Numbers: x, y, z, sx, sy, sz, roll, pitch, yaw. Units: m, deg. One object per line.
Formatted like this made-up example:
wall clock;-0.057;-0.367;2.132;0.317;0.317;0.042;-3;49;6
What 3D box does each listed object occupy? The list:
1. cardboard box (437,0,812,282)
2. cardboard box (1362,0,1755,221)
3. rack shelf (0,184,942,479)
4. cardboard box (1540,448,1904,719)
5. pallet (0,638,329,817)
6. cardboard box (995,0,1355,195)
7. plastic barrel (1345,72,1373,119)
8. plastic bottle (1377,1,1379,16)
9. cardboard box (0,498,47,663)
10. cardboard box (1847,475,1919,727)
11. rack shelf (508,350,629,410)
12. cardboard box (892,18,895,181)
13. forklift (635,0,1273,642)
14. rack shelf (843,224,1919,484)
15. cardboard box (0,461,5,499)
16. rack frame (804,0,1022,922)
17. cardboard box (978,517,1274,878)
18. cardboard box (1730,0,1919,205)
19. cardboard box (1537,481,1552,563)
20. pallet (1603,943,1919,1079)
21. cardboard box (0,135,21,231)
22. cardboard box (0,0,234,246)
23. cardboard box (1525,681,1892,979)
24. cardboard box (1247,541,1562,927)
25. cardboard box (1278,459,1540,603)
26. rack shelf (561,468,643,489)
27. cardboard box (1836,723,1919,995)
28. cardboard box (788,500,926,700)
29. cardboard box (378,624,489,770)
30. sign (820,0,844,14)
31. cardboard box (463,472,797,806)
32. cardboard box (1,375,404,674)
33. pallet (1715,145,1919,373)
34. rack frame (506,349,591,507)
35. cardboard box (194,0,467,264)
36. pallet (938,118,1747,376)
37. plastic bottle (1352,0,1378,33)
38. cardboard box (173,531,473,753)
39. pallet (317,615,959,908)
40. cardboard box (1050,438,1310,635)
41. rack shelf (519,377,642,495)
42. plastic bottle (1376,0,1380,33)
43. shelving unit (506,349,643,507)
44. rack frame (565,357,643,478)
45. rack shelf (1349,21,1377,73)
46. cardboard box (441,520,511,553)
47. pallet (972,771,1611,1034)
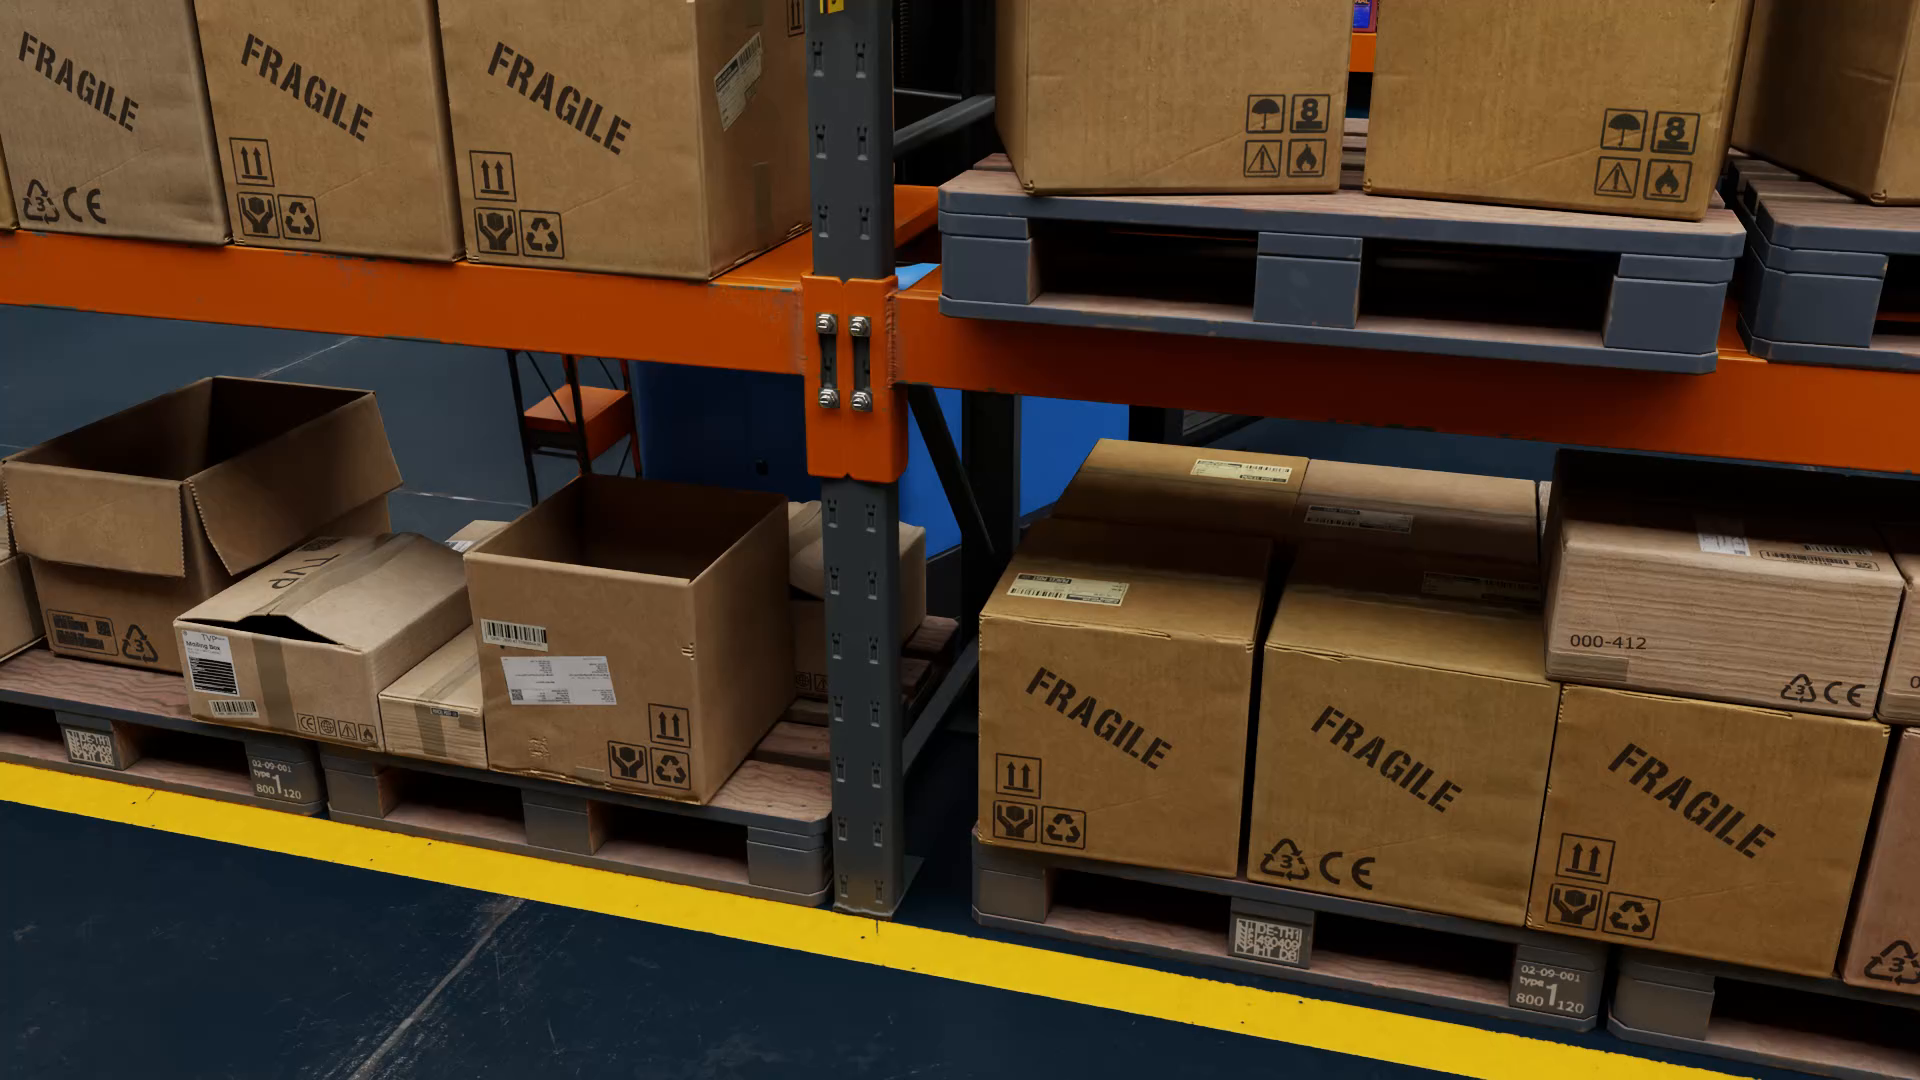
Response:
cardboard box;-0.608;-0.808;3.154;0.500;0.500;0.500;7;23;16
cardboard box;1.010;-0.855;2.716;0.500;0.500;0.700;10;25;24
rack shelf;-1.970;-0.686;3.938;4.000;0.370;1.077;7;23;16
cardboard box;1.295;0.057;2.903;0.500;0.250;0.500;7;23;16
pallet;-1.884;0.282;4.305;1.213;0.211;1.003;7;23;16
cardboard box;0.333;-0.907;2.844;0.500;0.500;0.700;-1;22;-3
plastic barrel;1.895;-1.757;7.812;0.708;0.901;0.600;7;23;16
plastic bottle;1.969;-2.579;7.866;0.097;0.201;0.097;0;22;0
cardboard box;-2.489;0.103;4.111;0.500;0.250;0.500;7;23;16
cardboard box;1.775;0.112;2.770;0.500;0.250;0.500;6;23;14
rack shelf;-1.045;-0.522;4.416;0.215;0.259;0.240;8;29;19
cardboard box;-0.465;-1.001;3.626;0.500;0.500;0.500;7;23;17
forklift;0.402;-1.536;5.153;1.130;2.935;3.031;18;28;37
rack shelf;1.859;-0.248;2.869;4.000;0.370;1.077;7;23;16
cardboard box;-2.392;-0.084;4.567;0.500;0.250;0.500;7;23;16
rack frame;-0.055;-0.800;3.267;0.127;3.000;1.000;7;23;16
cardboard box;0.337;0.295;3.313;0.500;0.500;0.500;5;23;13
cardboard box;1.654;-0.869;2.751;0.500;0.500;0.700;1;22;2
cardboard box;1.451;0.216;3.506;0.500;0.500;0.500;7;23;16
pallet;1.906;0.699;3.288;1.213;0.211;1.003;7;23;16
cardboard box;-2.083;-0.974;3.560;0.500;0.500;0.500;7;23;16
cardboard box;-1.595;-0.919;3.426;0.500;0.500;0.500;7;23;17
cardboard box;1.327;0.407;3.040;0.500;0.500;0.500;7;23;16
cardboard box;0.851;0.349;3.180;0.500;0.500;0.500;7;23;16
cardboard box;0.971;0.160;3.640;0.500;0.500;0.500;7;23;16
rack shelf;-1.028;-0.024;4.675;0.215;0.259;0.240;8;29;19
cardboard box;1.811;0.462;2.904;0.500;0.500;0.500;6;23;14
cardboard box;-0.395;0.116;3.998;0.500;0.311;0.500;7;23;16
cardboard box;-1.059;0.337;3.673;0.250;0.149;0.380;7;23;16
sign;-0.205;-1.002;2.620;0.005;0.325;0.100;7;23;16
cardboard box;-0.683;0.194;3.559;0.500;0.500;0.500;7;23;16
cardboard box;-1.856;-0.052;4.155;0.637;0.503;0.797;7;23;16
pallet;1.911;-0.484;2.750;1.213;0.211;1.003;7;23;16
rack frame;-1.079;-0.226;4.441;0.200;1.050;0.008;8;29;19
cardboard box;-1.102;-0.864;3.291;0.500;0.500;0.500;7;23;17
pallet;0.678;-0.584;2.993;1.213;0.211;1.003;7;23;16
plastic bottle;1.734;-2.335;7.164;0.133;0.283;0.061;7;23;16
cardboard box;-1.401;0.199;3.795;0.500;0.311;0.500;7;23;16
pallet;-0.713;0.415;3.981;1.213;0.211;1.003;7;23;16
cardboard box;0.500;0.103;3.780;0.500;0.500;0.500;6;23;15
rack shelf;-1.036;-0.271;4.547;0.215;0.259;0.240;8;29;19
plastic bottle;1.850;-2.291;7.165;0.097;0.201;0.097;0;22;0
shelving unit;-1.037;-0.280;4.542;0.215;1.050;0.252;8;29;19
rack frame;-0.994;-0.334;4.643;0.200;1.050;0.008;8;29;19
rack shelf;3.294;-2.047;7.256;4.000;0.370;1.077;7;23;16
cardboard box;-1.226;0.092;4.247;0.250;0.166;0.380;7;23;16
pallet;0.734;0.566;3.612;1.213;0.211;1.003;7;23;16
